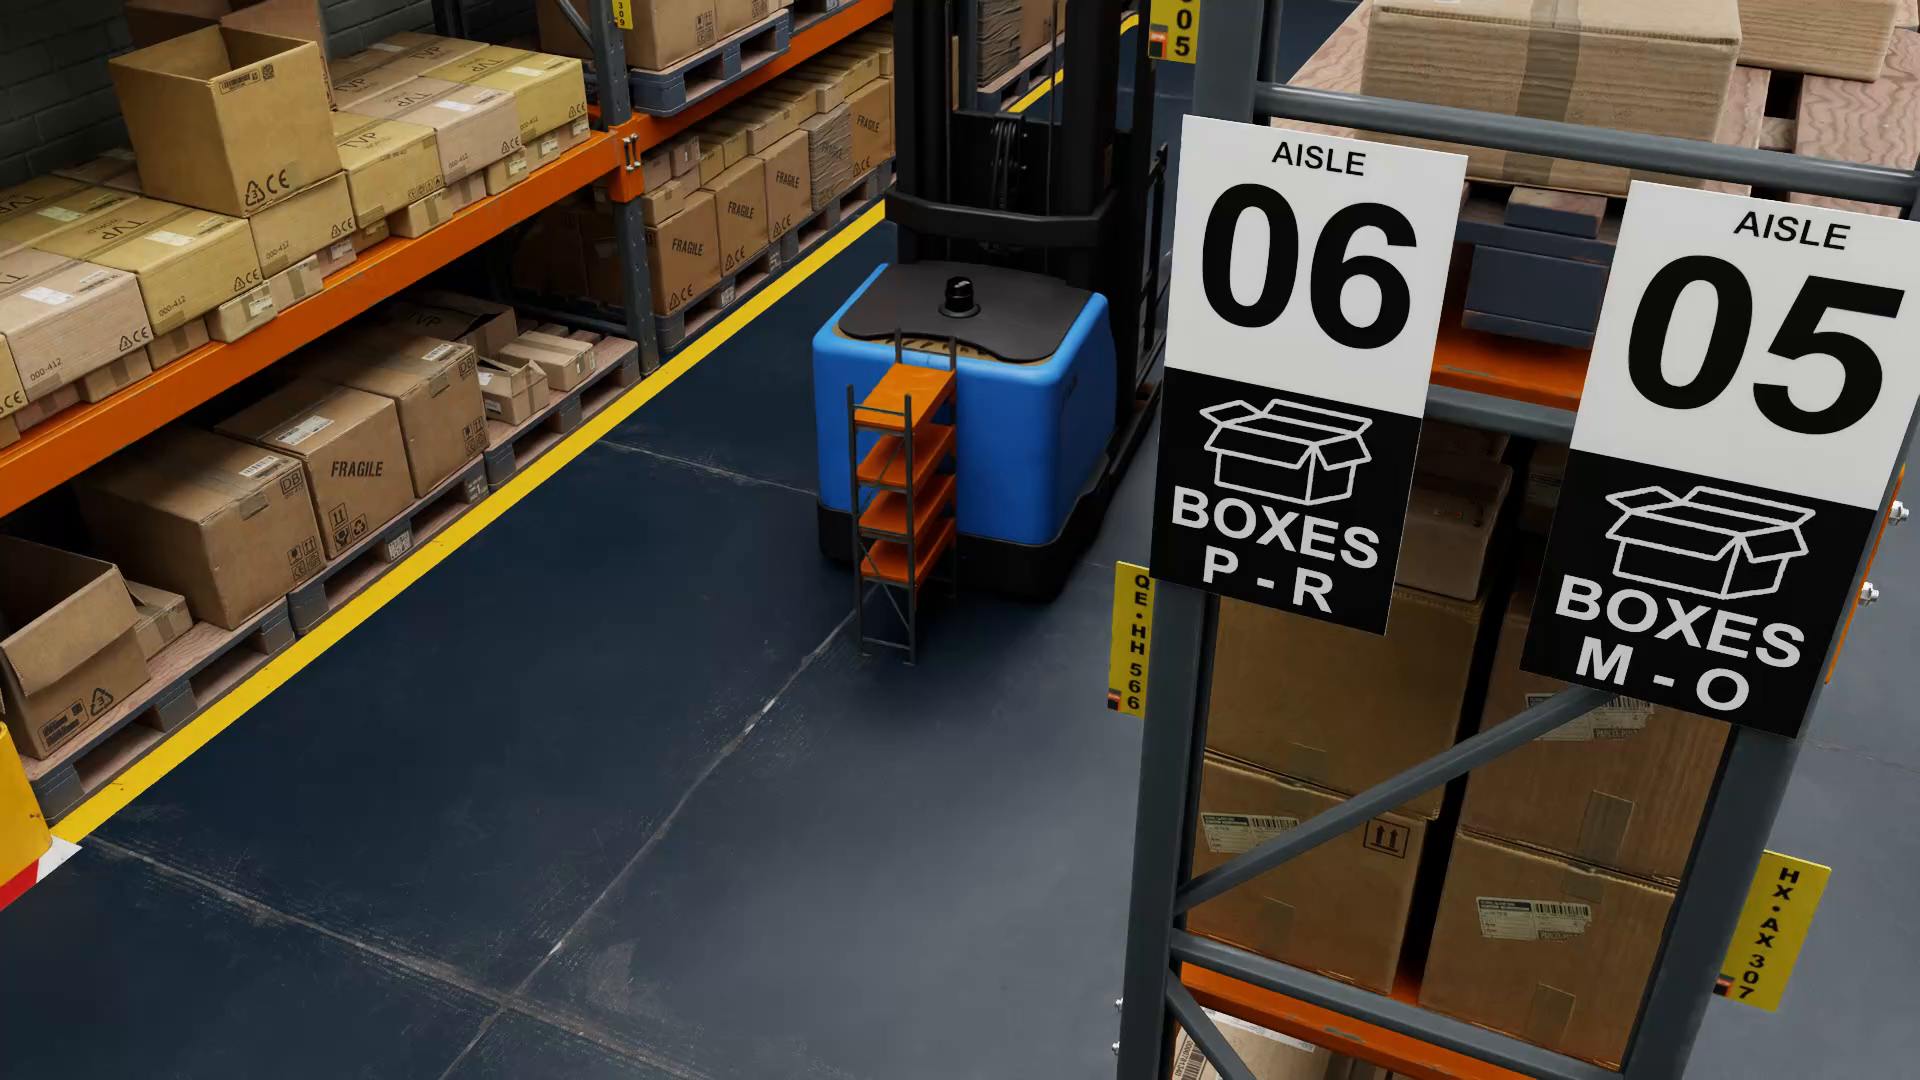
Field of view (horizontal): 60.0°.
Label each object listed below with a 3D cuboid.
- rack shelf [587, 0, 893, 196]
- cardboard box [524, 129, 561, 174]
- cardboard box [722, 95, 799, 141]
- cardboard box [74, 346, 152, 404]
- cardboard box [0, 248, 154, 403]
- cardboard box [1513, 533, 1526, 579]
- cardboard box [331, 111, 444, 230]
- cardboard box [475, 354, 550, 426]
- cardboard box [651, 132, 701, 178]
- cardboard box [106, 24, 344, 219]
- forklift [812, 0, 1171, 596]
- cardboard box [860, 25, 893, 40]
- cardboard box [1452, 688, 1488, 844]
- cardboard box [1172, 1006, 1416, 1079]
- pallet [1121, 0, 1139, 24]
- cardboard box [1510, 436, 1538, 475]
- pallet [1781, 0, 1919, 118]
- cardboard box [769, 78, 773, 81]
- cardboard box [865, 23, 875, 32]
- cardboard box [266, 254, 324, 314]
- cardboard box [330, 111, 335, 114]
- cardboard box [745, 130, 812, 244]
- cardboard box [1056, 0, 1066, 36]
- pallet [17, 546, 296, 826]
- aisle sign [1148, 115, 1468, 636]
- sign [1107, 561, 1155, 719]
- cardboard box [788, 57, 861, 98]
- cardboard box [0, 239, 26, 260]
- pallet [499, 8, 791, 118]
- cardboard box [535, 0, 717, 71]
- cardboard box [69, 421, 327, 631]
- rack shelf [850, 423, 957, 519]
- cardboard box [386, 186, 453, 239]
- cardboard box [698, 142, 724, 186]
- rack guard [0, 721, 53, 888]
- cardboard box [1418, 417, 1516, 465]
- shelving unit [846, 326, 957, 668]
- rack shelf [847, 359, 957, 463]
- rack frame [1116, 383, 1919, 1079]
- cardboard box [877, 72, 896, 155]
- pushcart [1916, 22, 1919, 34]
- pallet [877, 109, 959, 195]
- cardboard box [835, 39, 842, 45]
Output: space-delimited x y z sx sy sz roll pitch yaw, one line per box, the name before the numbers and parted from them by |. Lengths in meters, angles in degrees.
rack shelf | -1.195 -2.925 9.631 1.077 0.370 4.000 14 36 20
cardboard box | -2.025 -1.773 7.448 0.380 0.149 0.250 15 36 22
cardboard box | -1.151 -2.414 9.500 0.380 0.149 0.250 15 36 22
cardboard box | -3.014 -0.621 5.691 0.380 0.149 0.250 15 36 22
cardboard box | -3.060 -0.715 5.470 0.500 0.250 0.500 15 36 21
cardboard box | 1.196 0.052 4.345 0.500 0.500 0.500 15 36 22
cardboard box | -2.440 -1.484 6.642 0.500 0.250 0.500 14 36 20
cardboard box | -2.147 -0.739 7.752 0.396 0.266 0.258 15 36 22
cardboard box | -1.575 -2.014 8.619 0.380 0.149 0.250 12 35 18
cardboard box | -2.643 -1.524 6.021 0.500 0.500 0.500 15 36 22
forklift | 0.355 -1.801 7.324 1.130 2.935 3.031 11 35 16
cardboard box | -0.421 -3.176 10.664 0.380 0.149 0.250 12 35 18
cardboard box | 1.453 0.426 3.774 0.500 0.500 0.500 14 36 20
cardboard box | 0.990 1.444 4.267 0.875 0.438 0.875 13 35 19
pallet | 1.043 -4.672 14.183 1.003 0.211 1.213 14 36 20
cardboard box | 0.982 -0.122 3.698 0.500 0.500 0.500 14 36 21
pallet | 1.615 -1.300 3.842 1.003 0.211 1.213 14 36 20
cardboard box | -1.352 -2.779 10.058 0.380 0.149 0.250 14 36 21
cardboard box | -0.789 -3.207 11.301 0.500 0.500 0.500 16 36 22
cardboard box | -2.643 -0.999 6.268 0.380 0.149 0.250 15 36 22
cardboard box | -2.905 -1.599 6.818 0.500 0.250 0.500 15 36 22
cardboard box | -1.198 -2.064 9.559 0.500 0.500 0.500 13 35 19
cardboard box | 0.463 -4.375 12.969 0.875 0.625 0.625 13 35 19
pallet | -3.341 0.494 6.305 1.003 0.211 1.213 14 36 20
aisle sign | 0.493 -0.223 2.484 0.394 0.787 0.004 14 36 20
sign | 0.318 0.185 2.961 0.100 0.325 0.005 14 36 20
cardboard box | -0.827 -2.810 10.105 0.380 0.149 0.250 14 36 20
cardboard box | -3.537 -0.846 5.670 0.500 0.250 0.500 14 36 21
pallet | -1.598 -2.522 8.536 1.003 0.211 1.213 14 36 20
cardboard box | -1.626 -2.637 8.062 0.700 0.500 0.500 15 36 22
cardboard box | -2.970 -0.068 6.514 0.700 0.500 0.500 16 36 22
rack shelf | -0.209 -0.286 6.307 0.258 0.148 0.480 11 35 16
cardboard box | -2.327 -1.380 6.848 0.380 0.149 0.250 14 36 20
cardboard box | -1.497 -2.035 8.923 0.380 0.149 0.250 12 35 18
rack guard | -3.673 0.770 5.620 1.175 0.500 0.348 14 36 20
cardboard box | 0.857 -0.189 3.207 0.380 0.149 0.250 15 36 21
shelving unit | -0.209 -0.155 6.392 0.258 1.200 0.503 11 35 16
rack shelf | -0.209 -0.484 6.177 0.258 0.148 0.480 11 35 16
rack frame | 0.805 0.899 3.143 1.000 3.000 0.127 14 36 20
cardboard box | -0.559 -2.845 10.751 0.500 0.500 0.500 14 36 20
pushcart | 7.917 -3.482 12.217 1.648 0.377 0.936 3 33 4
pallet | -0.705 -2.693 11.164 1.003 0.211 1.213 14 36 20
cardboard box | -0.995 -3.309 10.866 0.380 0.149 0.250 15 36 22
